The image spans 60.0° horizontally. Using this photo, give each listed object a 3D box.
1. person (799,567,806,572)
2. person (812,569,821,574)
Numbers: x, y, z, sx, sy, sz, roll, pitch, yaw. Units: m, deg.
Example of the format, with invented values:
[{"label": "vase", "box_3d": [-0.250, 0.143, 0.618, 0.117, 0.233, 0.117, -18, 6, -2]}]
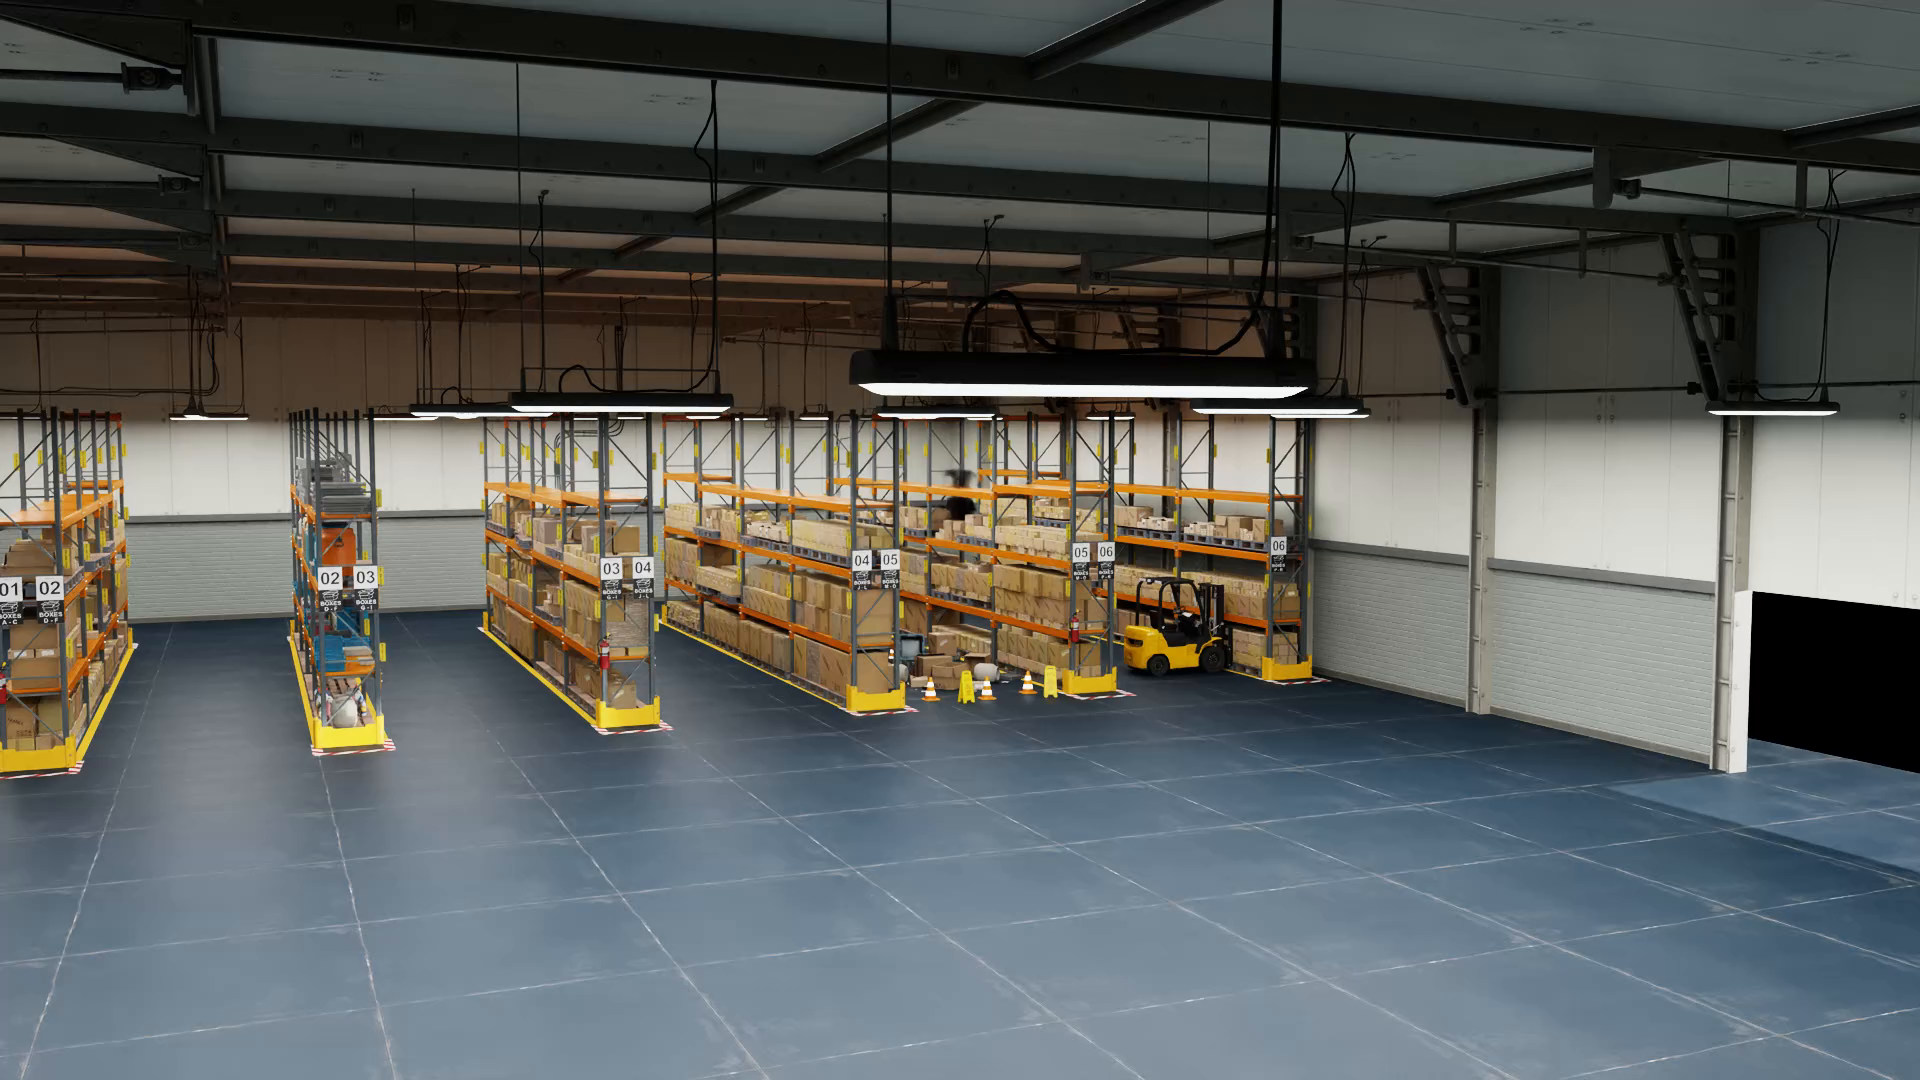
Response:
[{"label": "person", "box_3d": [-4.406, 1.593, 47.463, 0.843, 1.632, 0.478, 1, 4, 11]}, {"label": "person", "box_3d": [-3.870, 1.652, 46.313, 0.800, 1.653, 0.584, 3, 5, 32]}]
